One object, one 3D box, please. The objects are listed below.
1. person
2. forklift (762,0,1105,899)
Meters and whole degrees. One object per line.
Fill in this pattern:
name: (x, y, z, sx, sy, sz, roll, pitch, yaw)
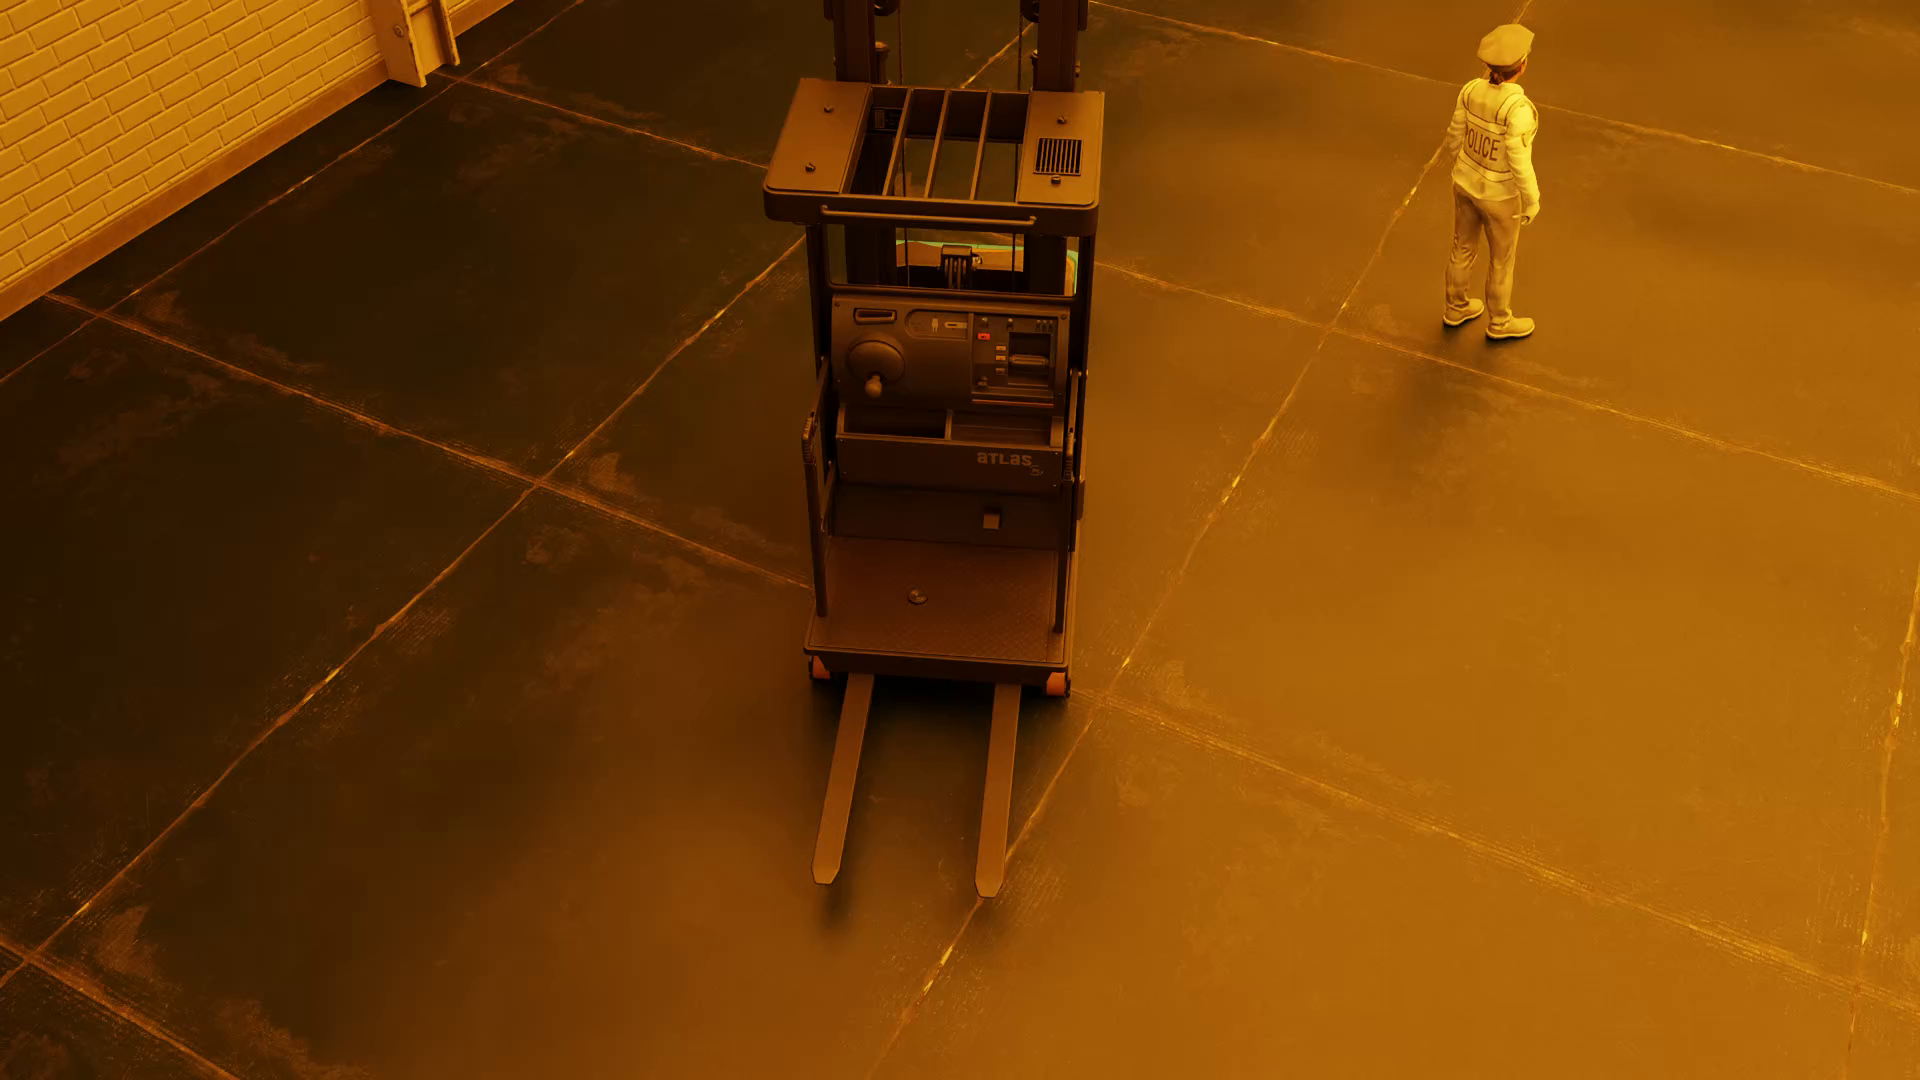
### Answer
person: (2.745, -1.820, 8.477, 0.530, 1.695, 0.588, -23, 48, -22)
forklift: (-0.059, -0.651, 6.345, 1.130, 2.935, 3.031, 4, 43, 4)
